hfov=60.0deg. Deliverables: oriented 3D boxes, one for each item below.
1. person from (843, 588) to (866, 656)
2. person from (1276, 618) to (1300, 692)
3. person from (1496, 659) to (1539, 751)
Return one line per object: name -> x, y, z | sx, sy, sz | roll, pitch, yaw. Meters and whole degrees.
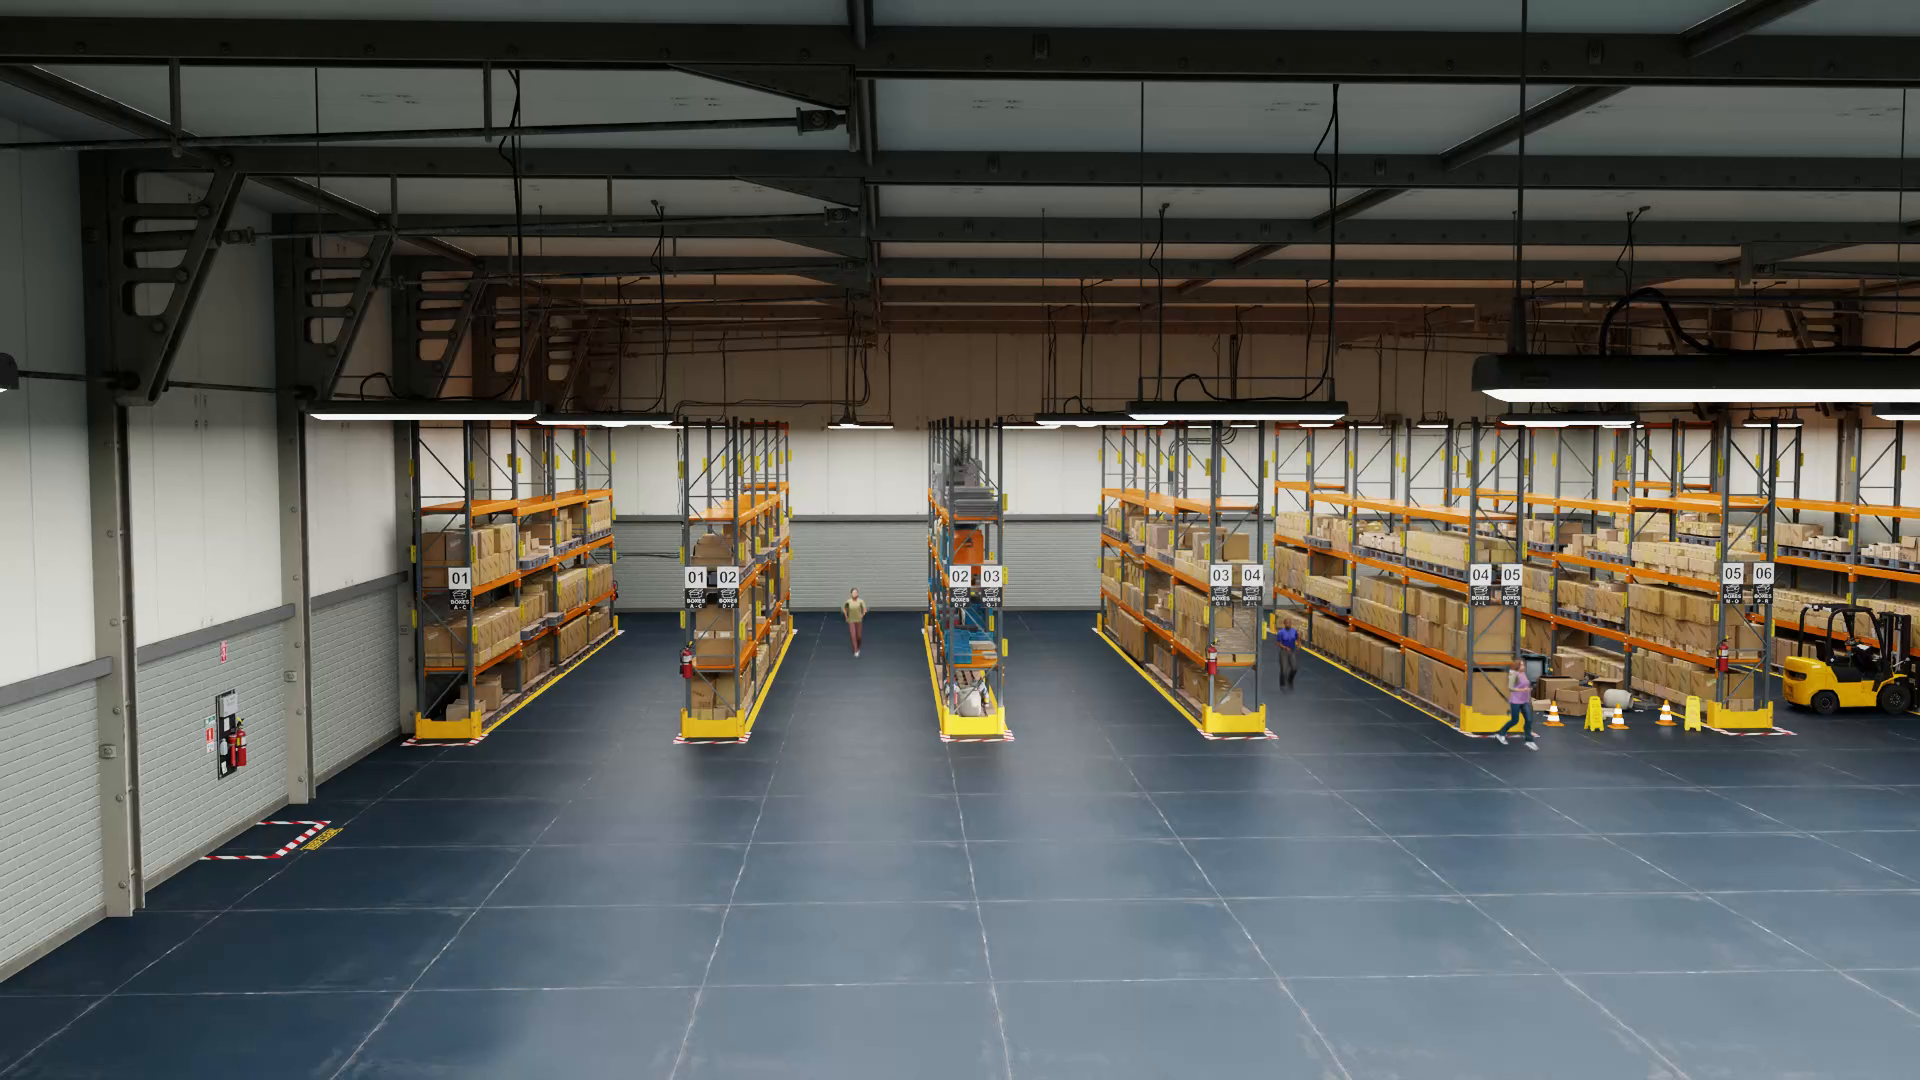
person -> -2.550, 1.986, 40.262 | 0.572, 1.638, 0.537 | 0, 4, -4
person -> 7.228, 2.527, 36.533 | 0.599, 1.644, 0.646 | 0, 4, -7
person -> 10.056, 2.955, 29.983 | 0.542, 1.621, 0.773 | -3, 5, -38
